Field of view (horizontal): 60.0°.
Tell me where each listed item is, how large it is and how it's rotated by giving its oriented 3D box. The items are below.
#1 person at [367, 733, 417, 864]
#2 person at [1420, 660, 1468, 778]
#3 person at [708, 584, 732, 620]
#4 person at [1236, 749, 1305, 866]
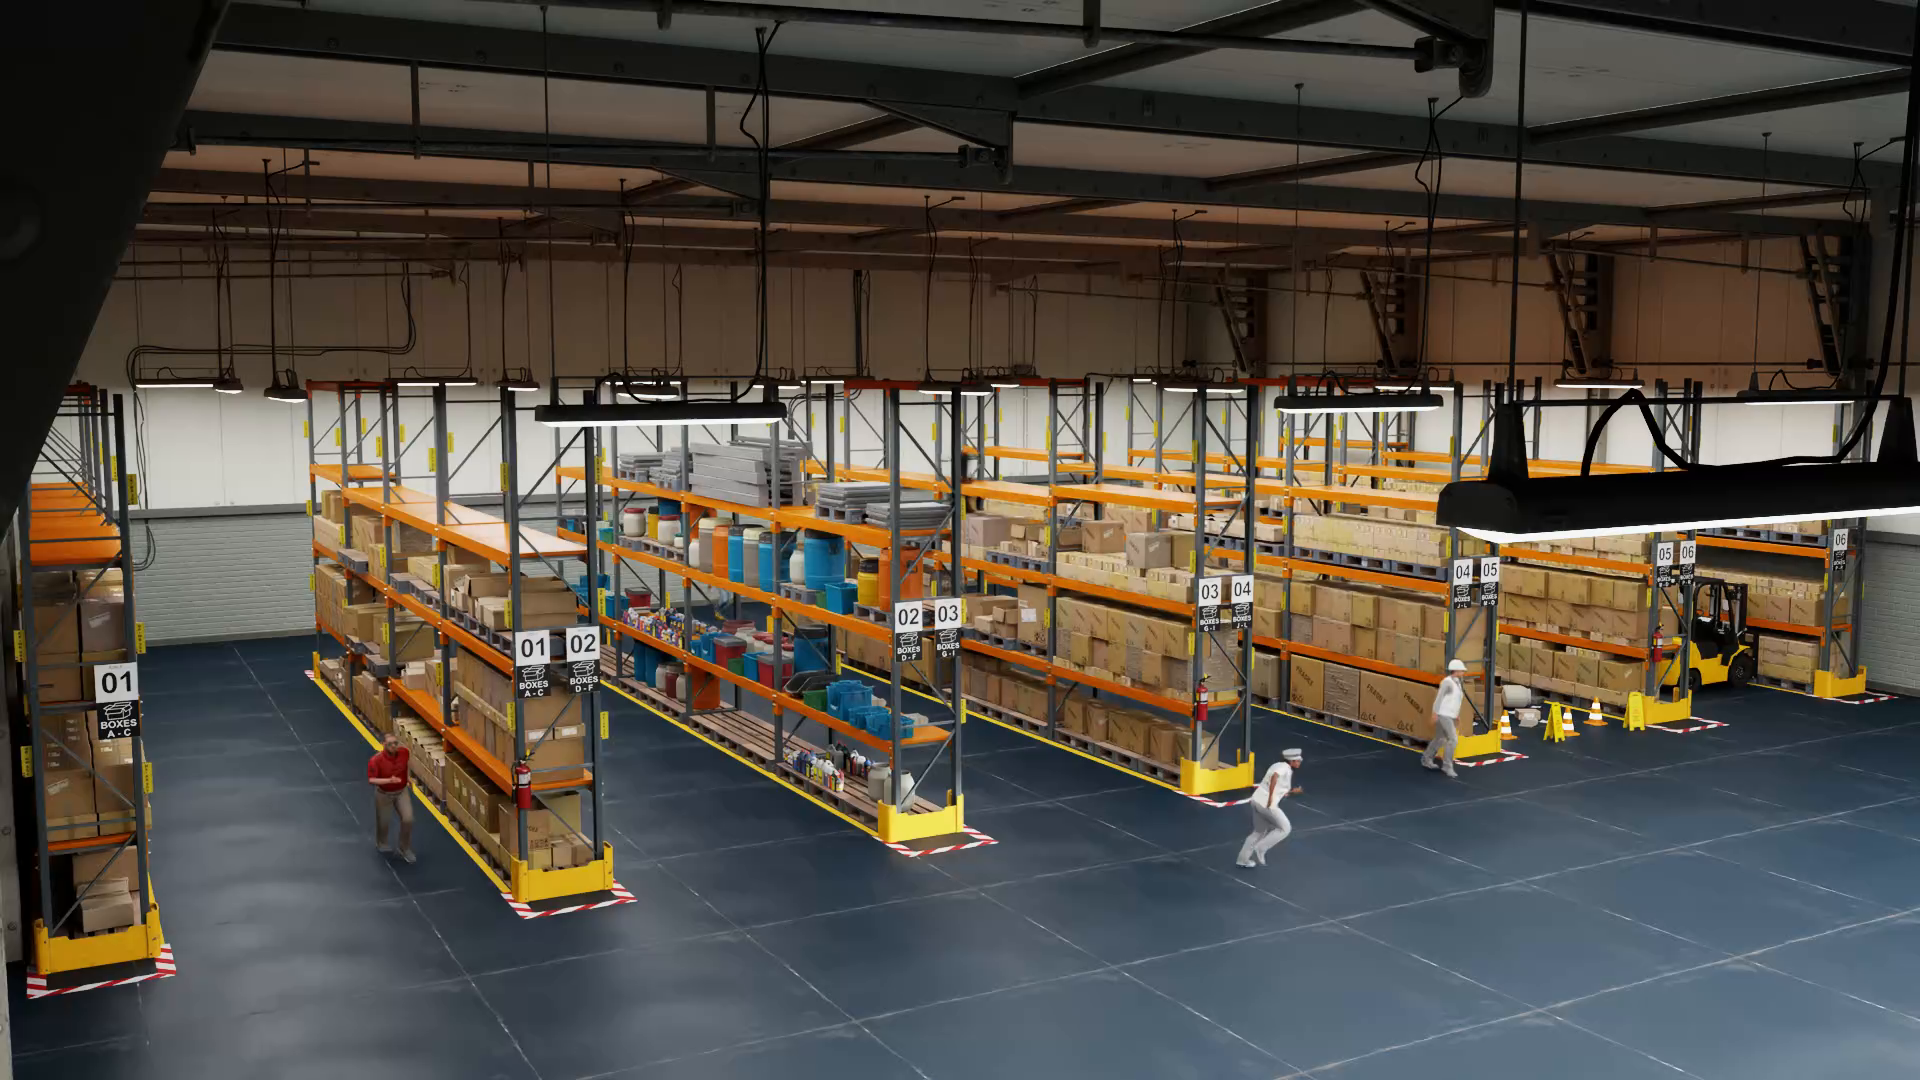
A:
[{"bbox_3d":[-7.226,3.255,21.108,0.597,1.685,0.979,-4,7,-31],"label":"person"},{"bbox_3d":[7.490,2.732,25.800,0.659,1.767,0.628,4,7,31],"label":"person"},{"bbox_3d":[-5.757,1.124,40.957,0.587,1.703,0.737,5,8,42],"label":"person"},{"bbox_3d":[3.915,3.372,20.831,0.887,1.490,0.606,-1,6,-7],"label":"person"}]
